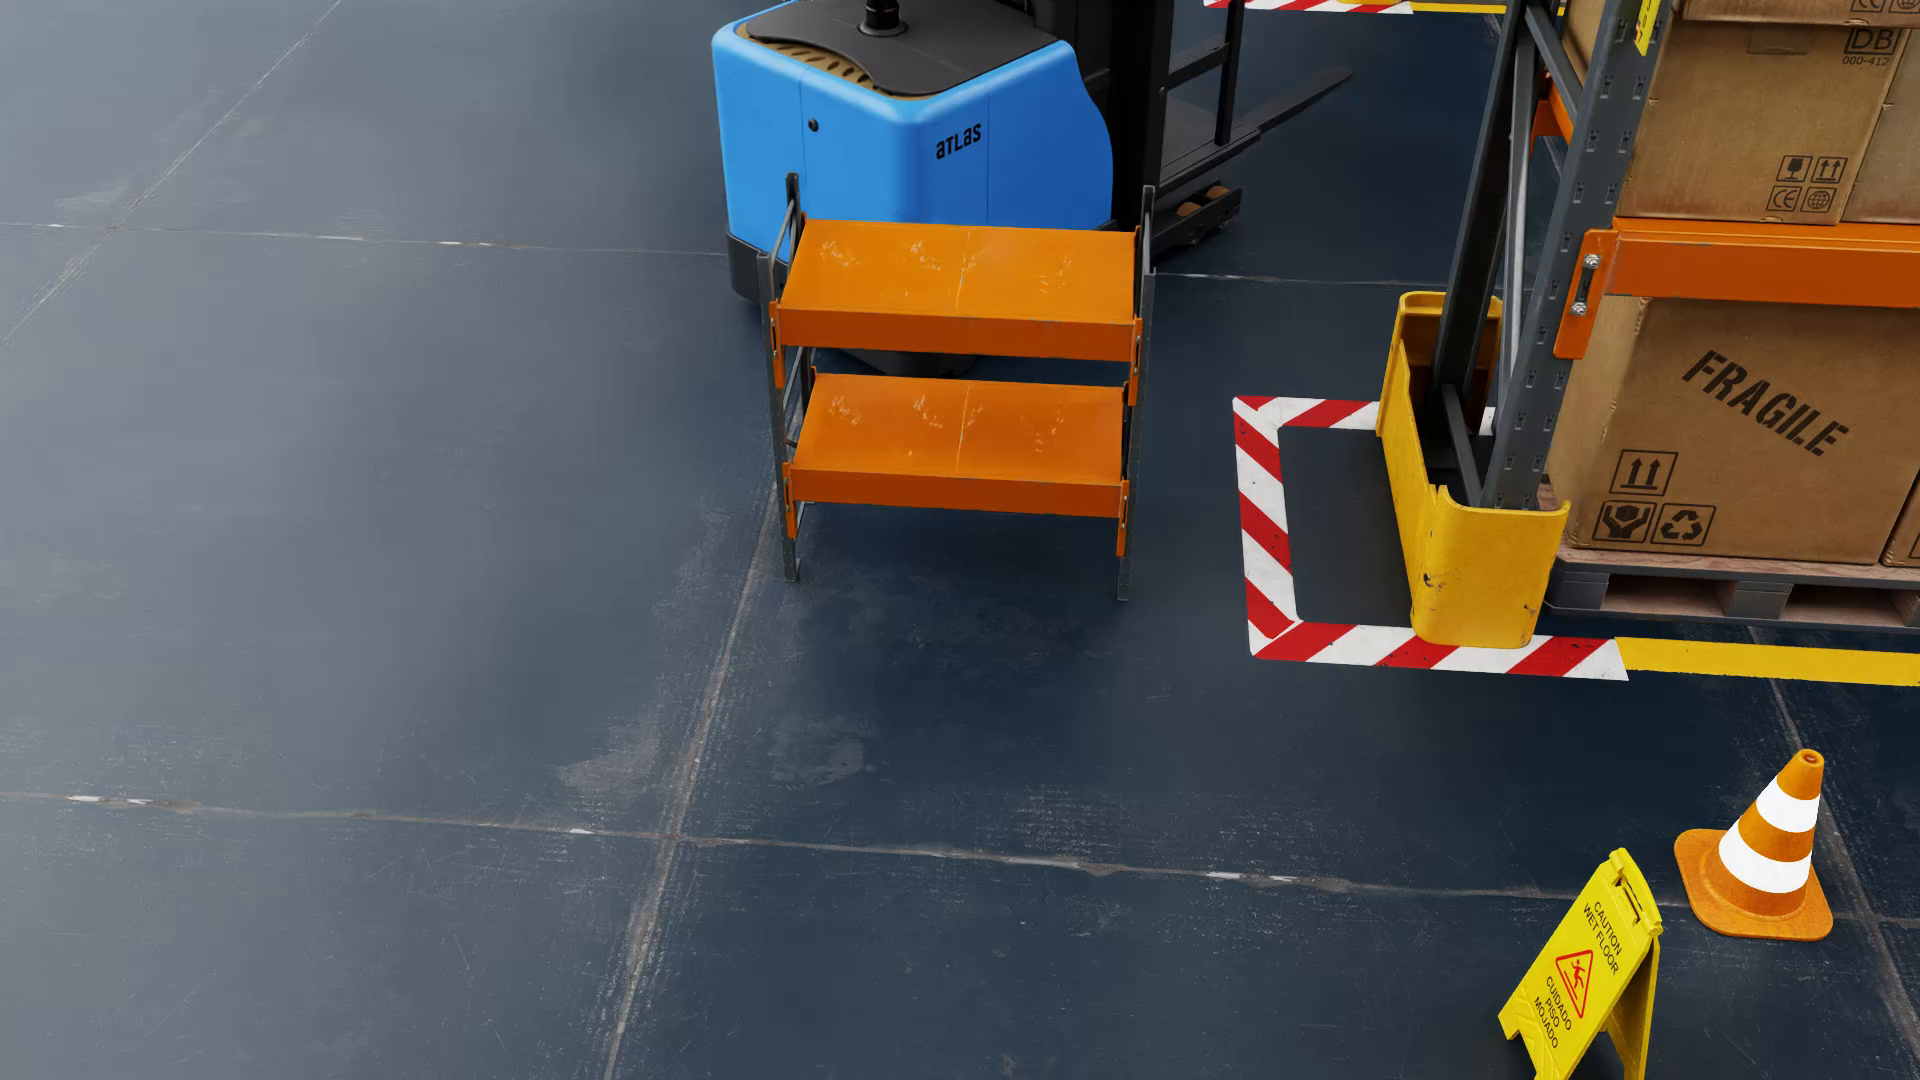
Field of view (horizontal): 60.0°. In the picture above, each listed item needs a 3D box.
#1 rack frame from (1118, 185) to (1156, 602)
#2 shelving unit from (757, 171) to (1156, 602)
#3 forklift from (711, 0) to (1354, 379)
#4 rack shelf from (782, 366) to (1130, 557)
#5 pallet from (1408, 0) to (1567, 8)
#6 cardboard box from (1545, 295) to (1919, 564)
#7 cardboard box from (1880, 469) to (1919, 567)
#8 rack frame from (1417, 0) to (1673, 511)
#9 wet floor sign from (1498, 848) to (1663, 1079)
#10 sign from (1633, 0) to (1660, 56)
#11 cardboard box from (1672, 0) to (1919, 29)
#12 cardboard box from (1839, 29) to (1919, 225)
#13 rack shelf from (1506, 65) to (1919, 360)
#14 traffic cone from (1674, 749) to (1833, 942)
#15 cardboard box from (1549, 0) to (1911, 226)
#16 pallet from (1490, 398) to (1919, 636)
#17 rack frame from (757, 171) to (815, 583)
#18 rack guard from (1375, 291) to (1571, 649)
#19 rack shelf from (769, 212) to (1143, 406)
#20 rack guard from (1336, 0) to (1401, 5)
[{"bbox_3d":[0.513,-0.408,4.860,0.032,1.125,0.500,3,39,4],"label":"rack frame"},{"bbox_3d":[0.007,-0.436,4.894,1.048,1.125,0.538,3,39,4],"label":"shelving unit"},{"bbox_3d":[0.502,-2.526,6.032,1.130,2.935,3.031,31,48,32],"label":"forklift"},{"bbox_3d":[0.007,-0.246,5.049,1.000,0.278,0.538,3,39,4],"label":"rack shelf"},{"bbox_3d":[2.993,-3.179,8.988,1.213,0.211,1.003,3,39,4],"label":"pallet"},{"bbox_3d":[2.264,-0.560,4.913,0.875,0.875,0.875,3,39,4],"label":"cardboard box"},{"bbox_3d":[3.141,-0.514,4.855,0.875,0.875,0.875,3,39,3],"label":"cardboard box"},{"bbox_3d":[1.583,-1.217,4.369,0.127,3.000,1.000,3,39,4],"label":"rack frame"},{"bbox_3d":[1.383,0.940,3.584,0.232,0.644,0.267,-3,39,-4],"label":"wet floor sign"},{"bbox_3d":[1.529,-1.235,3.642,0.005,0.325,0.100,3,39,4],"label":"sign"},{"bbox_3d":[1.949,-1.649,3.926,0.550,0.550,0.875,3,39,4],"label":"cardboard box"},{"bbox_3d":[2.506,-1.267,4.312,0.550,0.550,0.875,3,39,4],"label":"cardboard box"},{"bbox_3d":[3.575,-0.829,4.462,4.000,0.370,1.077,3,39,4],"label":"rack shelf"},{"bbox_3d":[1.989,0.689,4.037,0.334,0.463,0.336,3,39,4],"label":"traffic cone"},{"bbox_3d":[1.956,-1.283,4.332,0.550,0.550,0.875,3,39,4],"label":"cardboard box"},{"bbox_3d":[2.386,-0.141,5.256,1.213,0.211,1.003,3,39,4],"label":"pallet"},{"bbox_3d":[-0.500,-0.464,4.928,0.032,1.125,0.500,3,39,4],"label":"rack frame"},{"bbox_3d":[1.559,-0.249,5.159,0.348,0.500,1.175,3,39,4],"label":"rack guard"},{"bbox_3d":[0.007,-0.663,4.710,1.000,0.278,0.538,3,39,4],"label":"rack shelf"},{"bbox_3d":[2.187,-3.357,8.978,0.348,0.500,1.175,3,39,4],"label":"rack guard"}]
